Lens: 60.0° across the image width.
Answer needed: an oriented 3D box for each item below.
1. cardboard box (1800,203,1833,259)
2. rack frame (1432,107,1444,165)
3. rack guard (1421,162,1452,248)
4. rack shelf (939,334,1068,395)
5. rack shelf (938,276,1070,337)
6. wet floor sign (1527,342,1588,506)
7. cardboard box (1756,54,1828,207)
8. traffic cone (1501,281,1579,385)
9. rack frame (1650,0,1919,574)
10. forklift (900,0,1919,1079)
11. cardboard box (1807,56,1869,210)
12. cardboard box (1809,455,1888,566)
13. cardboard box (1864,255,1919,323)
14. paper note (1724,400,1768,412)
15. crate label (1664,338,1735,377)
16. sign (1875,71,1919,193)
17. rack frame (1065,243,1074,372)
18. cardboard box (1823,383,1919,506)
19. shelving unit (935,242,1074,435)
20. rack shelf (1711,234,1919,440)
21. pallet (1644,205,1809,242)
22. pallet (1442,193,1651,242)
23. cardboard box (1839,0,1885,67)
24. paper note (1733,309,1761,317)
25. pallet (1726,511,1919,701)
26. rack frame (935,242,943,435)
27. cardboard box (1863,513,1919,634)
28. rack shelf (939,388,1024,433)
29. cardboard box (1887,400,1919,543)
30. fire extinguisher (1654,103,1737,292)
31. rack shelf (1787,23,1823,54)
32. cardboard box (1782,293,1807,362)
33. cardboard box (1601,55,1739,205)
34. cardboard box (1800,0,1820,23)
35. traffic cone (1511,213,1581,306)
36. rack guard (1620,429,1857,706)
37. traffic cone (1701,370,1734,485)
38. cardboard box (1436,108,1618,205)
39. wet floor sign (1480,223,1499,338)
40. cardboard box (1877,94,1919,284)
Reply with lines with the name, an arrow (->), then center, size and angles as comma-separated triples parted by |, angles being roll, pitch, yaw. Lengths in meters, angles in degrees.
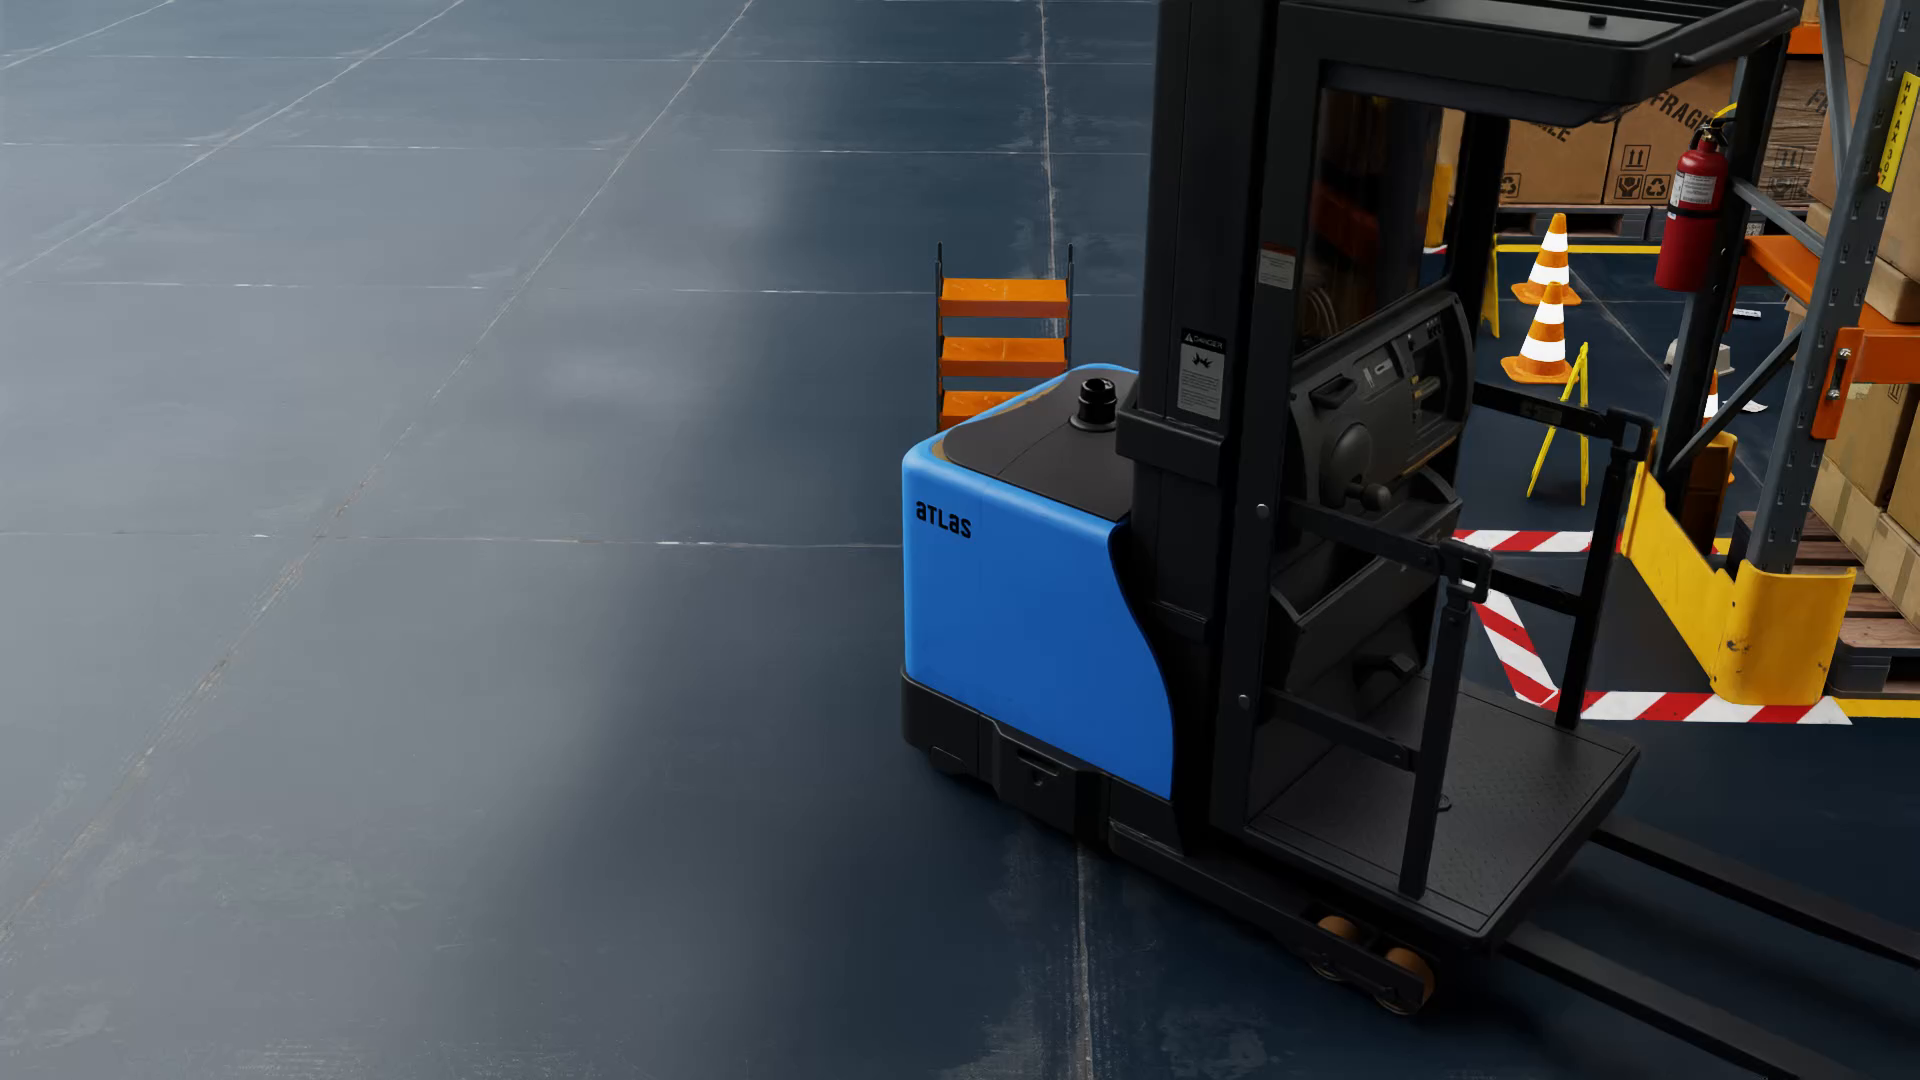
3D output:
cardboard box -> 3.086, -1.023, 5.683 | 0.250, 0.149, 0.380 | 2, 28, 4
rack frame -> 2.778, -3.359, 9.821 | 0.127, 3.000, 1.000 | 1, 28, 2
rack guard -> 2.754, -2.254, 10.407 | 0.348, 0.500, 1.175 | 1, 28, 2
rack shelf -> 0.165, -0.666, 6.329 | 0.480, 0.148, 0.258 | 1, 28, 2
rack shelf -> 0.165, -0.875, 6.218 | 0.480, 0.148, 0.258 | 1, 28, 2
wet floor sign -> 2.553, -0.504, 6.949 | 0.232, 0.644, 0.267 | 11, 30, 19
cardboard box -> 5.249, -2.595, 10.202 | 0.875, 0.875, 0.875 | 1, 28, 2
traffic cone -> 2.879, -1.041, 8.158 | 0.334, 0.463, 0.336 | 1, 28, 2
rack frame -> 2.705, -1.040, 5.447 | 0.127, 3.000, 1.000 | 1, 28, 2
forklift -> 1.263, -0.336, 4.193 | 3.031, 2.935, 1.130 | 22, 35, 35
cardboard box -> 3.257, -1.335, 5.580 | 0.500, 0.500, 0.500 | 0, 28, 1
cardboard box -> 3.546, -0.123, 6.204 | 0.500, 0.250, 0.500 | 1, 28, 2
cardboard box -> 3.037, -0.826, 5.313 | 0.250, 0.149, 0.380 | 1, 28, 2
paper note -> 3.720, -0.644, 7.871 | 0.142, 0.019, 0.148 | -9, 29, -16
crate label -> 3.667, -0.913, 8.264 | 0.298, 0.136, 0.250 | -14, 31, -24
sign -> 2.686, -1.168, 4.765 | 0.005, 0.325, 0.100 | 1, 28, 2
rack frame -> 0.409, -0.523, 6.394 | 0.015, 1.200, 0.240 | 1, 28, 2
cardboard box -> 3.514, -0.451, 6.022 | 0.500, 0.500, 0.500 | 1, 28, 2
shelving unit -> 0.165, -0.527, 6.402 | 0.503, 1.200, 0.258 | 1, 28, 2
rack shelf -> 4.703, -0.689, 5.553 | 4.000, 0.370, 1.077 | 1, 28, 2
pallet -> 4.796, -2.128, 10.478 | 1.213, 0.211, 1.003 | 1, 28, 2
pallet -> 3.580, -2.150, 10.518 | 1.213, 0.211, 1.003 | 1, 28, 2
cardboard box -> 3.223, -1.751, 5.297 | 0.500, 0.500, 0.700 | 0, 28, 1
paper note -> 4.244, -1.226, 8.970 | 0.142, 0.017, 0.144 | 11, 30, 19
pallet -> 3.591, 0.223, 6.041 | 1.213, 0.211, 1.003 | 1, 28, 2
rack frame -> -0.078, -0.531, 6.410 | 0.015, 1.200, 0.240 | 1, 28, 2
cardboard box -> 3.501, 0.132, 5.723 | 0.500, 0.250, 0.500 | 1, 28, 1
rack shelf -> 0.165, -0.468, 6.433 | 0.480, 0.148, 0.258 | 1, 28, 2
cardboard box -> 3.525, -0.199, 5.548 | 0.500, 0.500, 0.500 | 0, 28, 0
fire extinguisher -> 2.606, -1.223, 5.876 | 0.183, 0.674, 0.296 | 1, 28, 2
rack shelf -> 4.777, -3.008, 9.927 | 4.000, 0.370, 1.077 | 1, 28, 2
cardboard box -> 4.549, -1.093, 8.212 | 0.637, 0.503, 0.797 | -20, 34, -33
cardboard box -> 4.338, -2.611, 10.232 | 0.875, 0.875, 0.875 | 1, 28, 1
cardboard box -> 4.788, -3.384, 9.708 | 0.500, 0.550, 0.875 | 1, 28, 2
traffic cone -> 3.259, -1.564, 9.145 | 0.334, 0.463, 0.336 | 1, 28, 2
rack guard -> 2.781, 0.066, 6.030 | 0.348, 0.500, 1.175 | 1, 28, 2
traffic cone -> 3.180, -0.516, 7.167 | 0.334, 0.463, 0.336 | 1, 28, 2
cardboard box -> 3.458, -2.625, 10.258 | 0.875, 0.875, 0.875 | 1, 28, 2
wet floor sign -> 2.680, -1.392, 8.625 | 0.232, 0.644, 0.267 | -4, 28, -7
cardboard box -> 3.168, -1.078, 5.094 | 0.500, 0.500, 0.500 | 1, 28, 1
